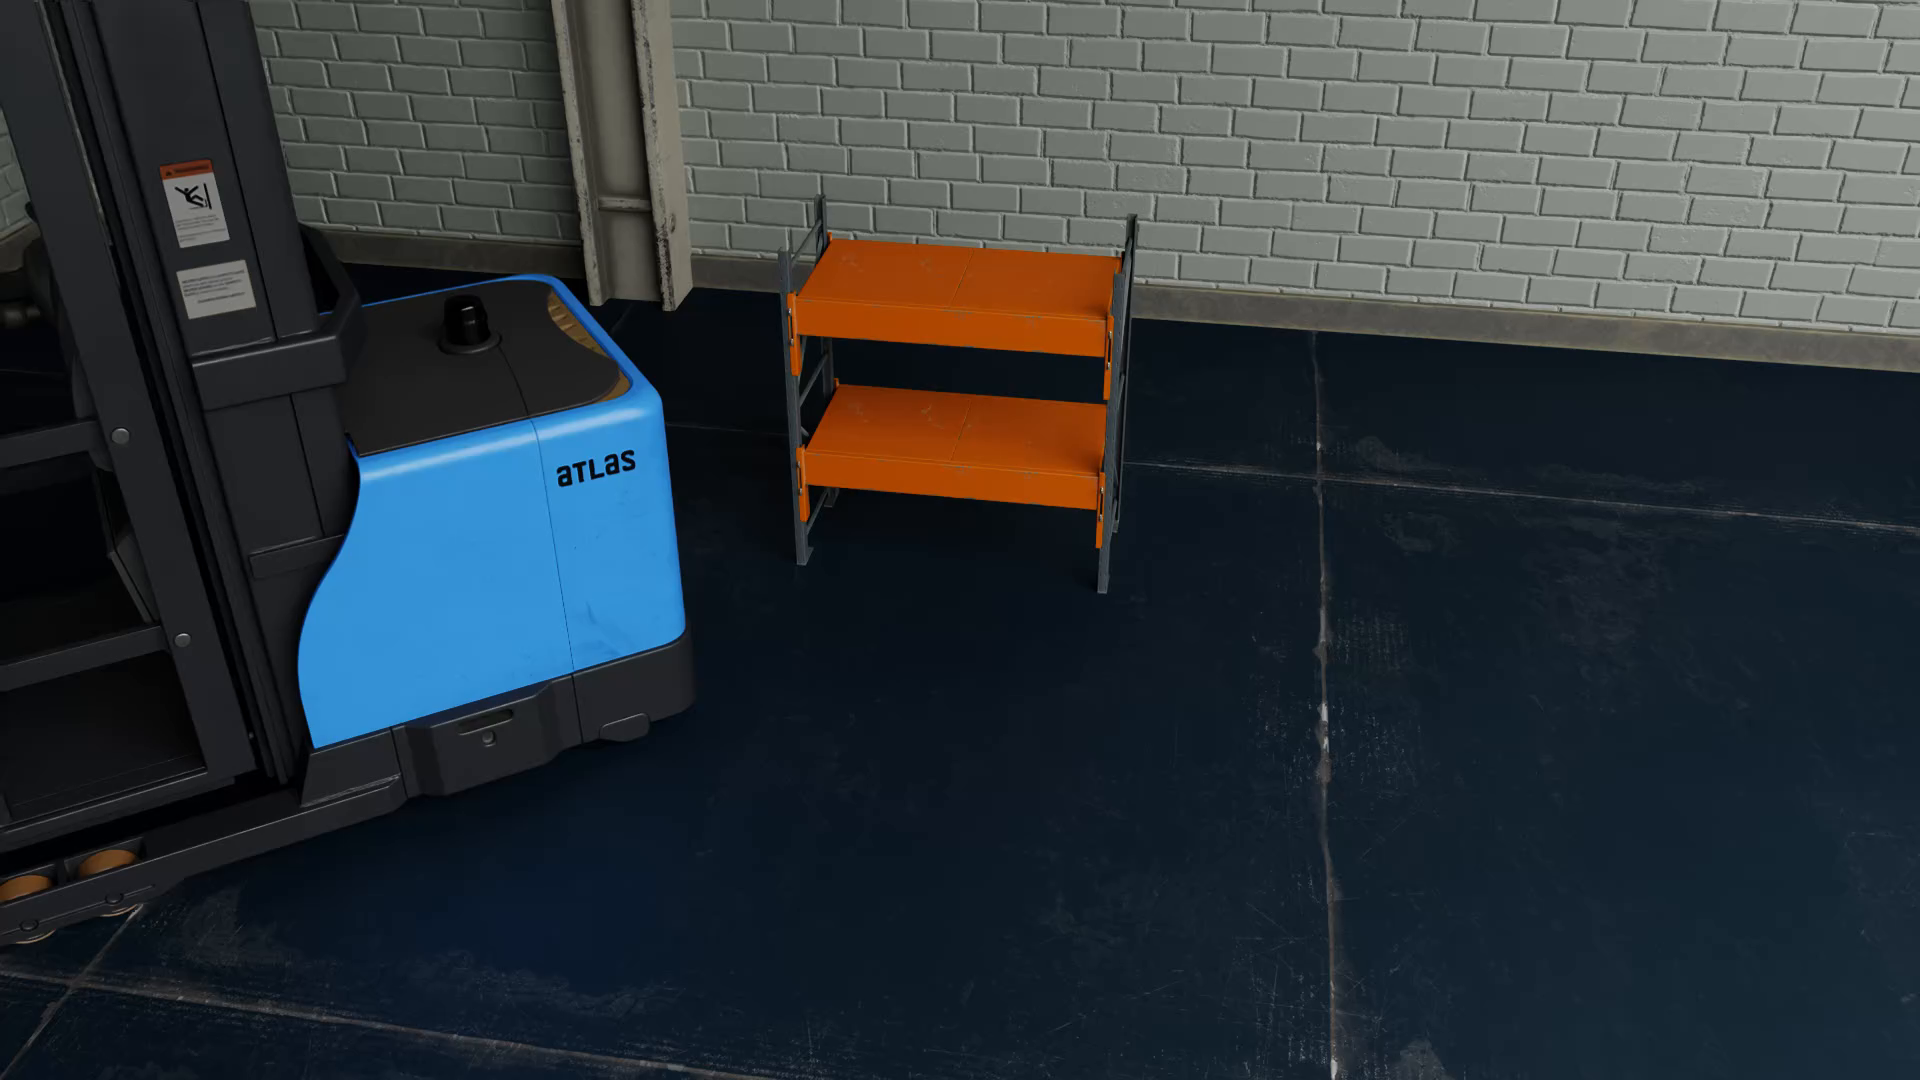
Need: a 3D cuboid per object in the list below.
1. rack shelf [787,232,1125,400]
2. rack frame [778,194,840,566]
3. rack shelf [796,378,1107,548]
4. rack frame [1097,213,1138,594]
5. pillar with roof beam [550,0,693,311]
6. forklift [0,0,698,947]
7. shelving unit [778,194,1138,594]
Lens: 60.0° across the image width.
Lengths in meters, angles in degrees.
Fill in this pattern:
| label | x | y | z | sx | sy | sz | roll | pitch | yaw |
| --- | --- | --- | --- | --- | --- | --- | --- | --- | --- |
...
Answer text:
| label | x | y | z | sx | sy | sz | roll | pitch | yaw |
| --- | --- | --- | --- | --- | --- | --- | --- | --- | --- |
| rack shelf | 0.007 | -0.724 | 5.295 | 1.000 | 0.278 | 0.538 | 5 | 32 | 8 |
| rack frame | -0.494 | -0.522 | 5.523 | 0.032 | 1.125 | 0.500 | 5 | 32 | 8 |
| rack shelf | 0.007 | -0.269 | 5.580 | 1.000 | 0.278 | 0.538 | 5 | 32 | 8 |
| rack frame | 0.508 | -0.431 | 5.378 | 0.032 | 1.125 | 0.500 | 5 | 32 | 8 |
| pillar with roof beam | -2.161 | -2.675 | 1.543 | 0.400 | 9.000 | 9.100 | 5 | 32 | 8 |
| forklift | -2.313 | -0.559 | 3.881 | 3.031 | 2.935 | 1.130 | -16 | 36 | -24 |
| shelving unit | 0.007 | -0.476 | 5.451 | 1.048 | 1.125 | 0.538 | 5 | 32 | 8 |
